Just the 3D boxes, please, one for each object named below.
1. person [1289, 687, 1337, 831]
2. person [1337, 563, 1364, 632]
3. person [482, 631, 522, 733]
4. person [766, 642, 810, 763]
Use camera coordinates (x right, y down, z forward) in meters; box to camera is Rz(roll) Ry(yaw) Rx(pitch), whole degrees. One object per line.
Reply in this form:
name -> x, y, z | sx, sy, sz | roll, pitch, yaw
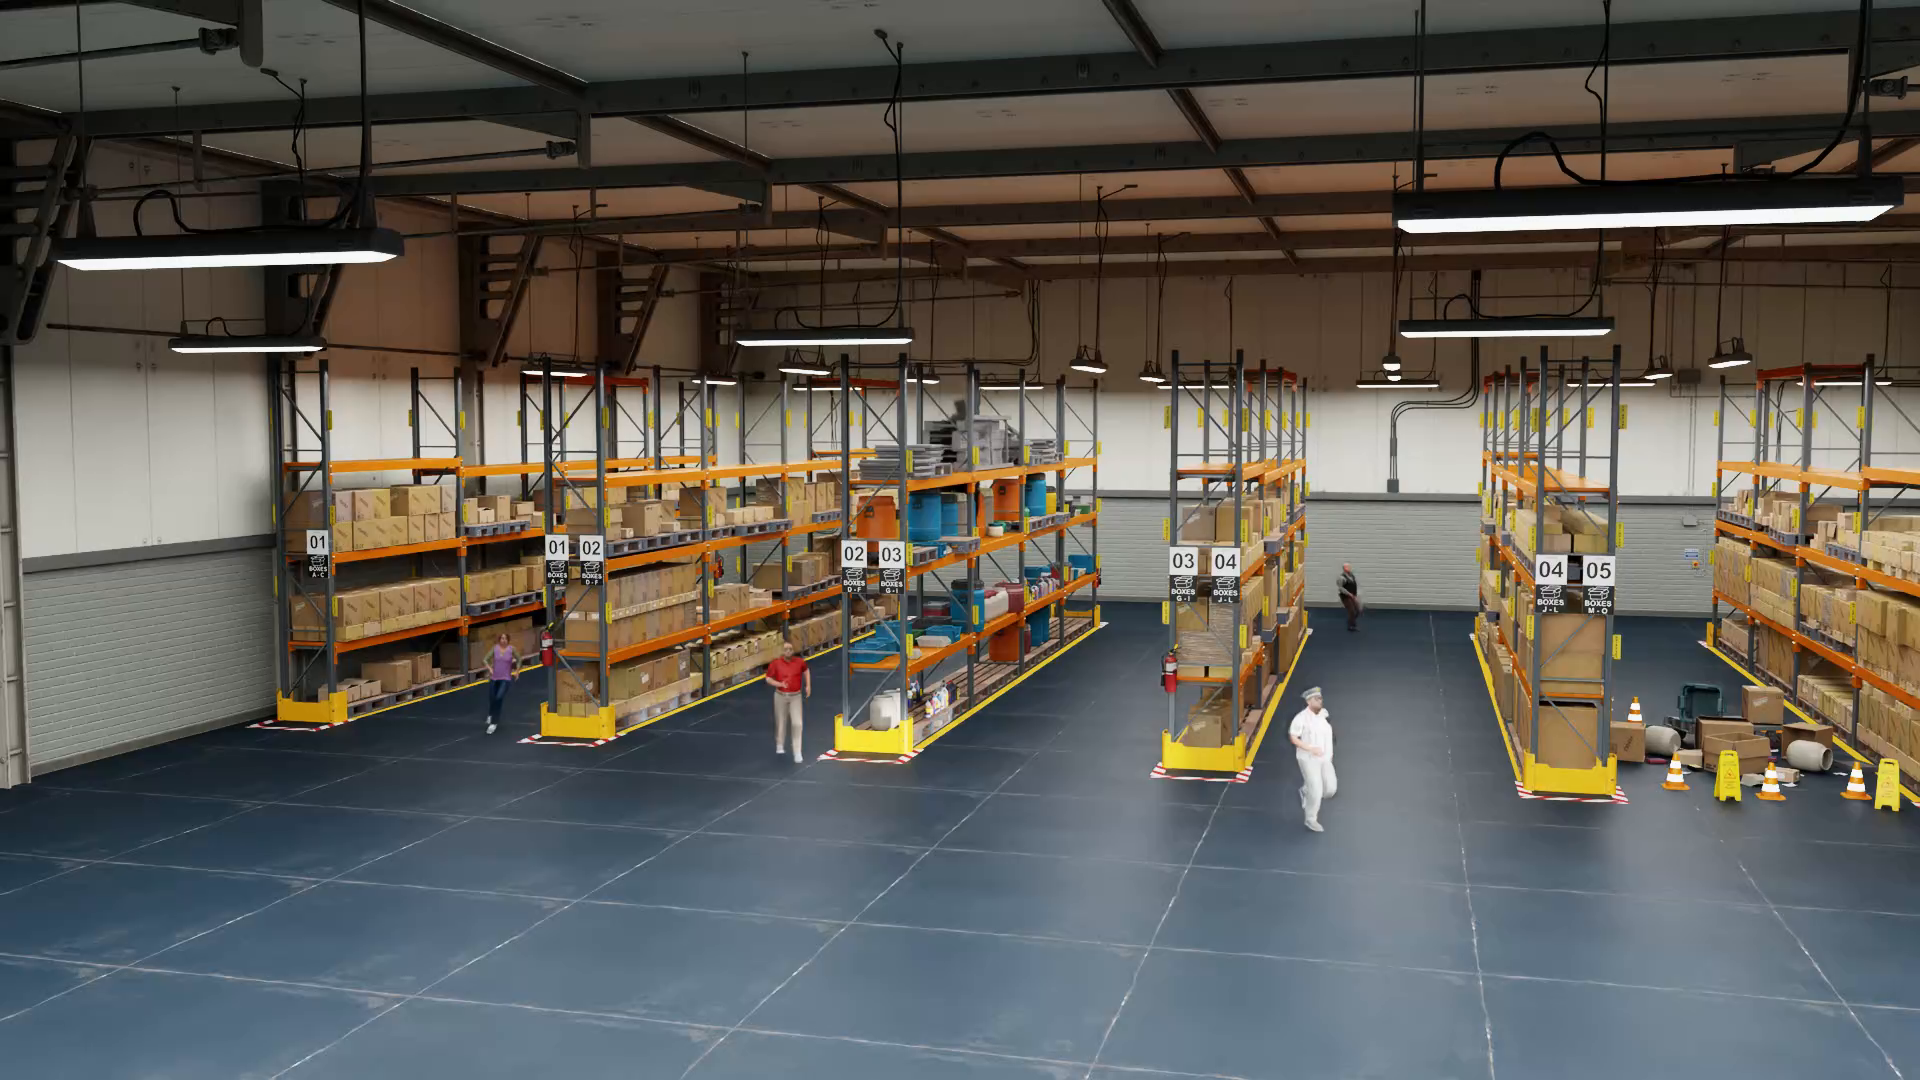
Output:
person -> 4.356, 2.672, 20.457 | 0.697, 1.753, 0.601 | -3, 5, -33
person -> 9.183, 1.362, 39.149 | 0.679, 1.649, 0.562 | -3, 5, -36
person -> -7.427, 2.270, 26.898 | 0.609, 1.586, 0.844 | 0, 4, -3
person -> -2.532, 2.400, 24.544 | 0.683, 1.821, 0.783 | -1, 4, -14
